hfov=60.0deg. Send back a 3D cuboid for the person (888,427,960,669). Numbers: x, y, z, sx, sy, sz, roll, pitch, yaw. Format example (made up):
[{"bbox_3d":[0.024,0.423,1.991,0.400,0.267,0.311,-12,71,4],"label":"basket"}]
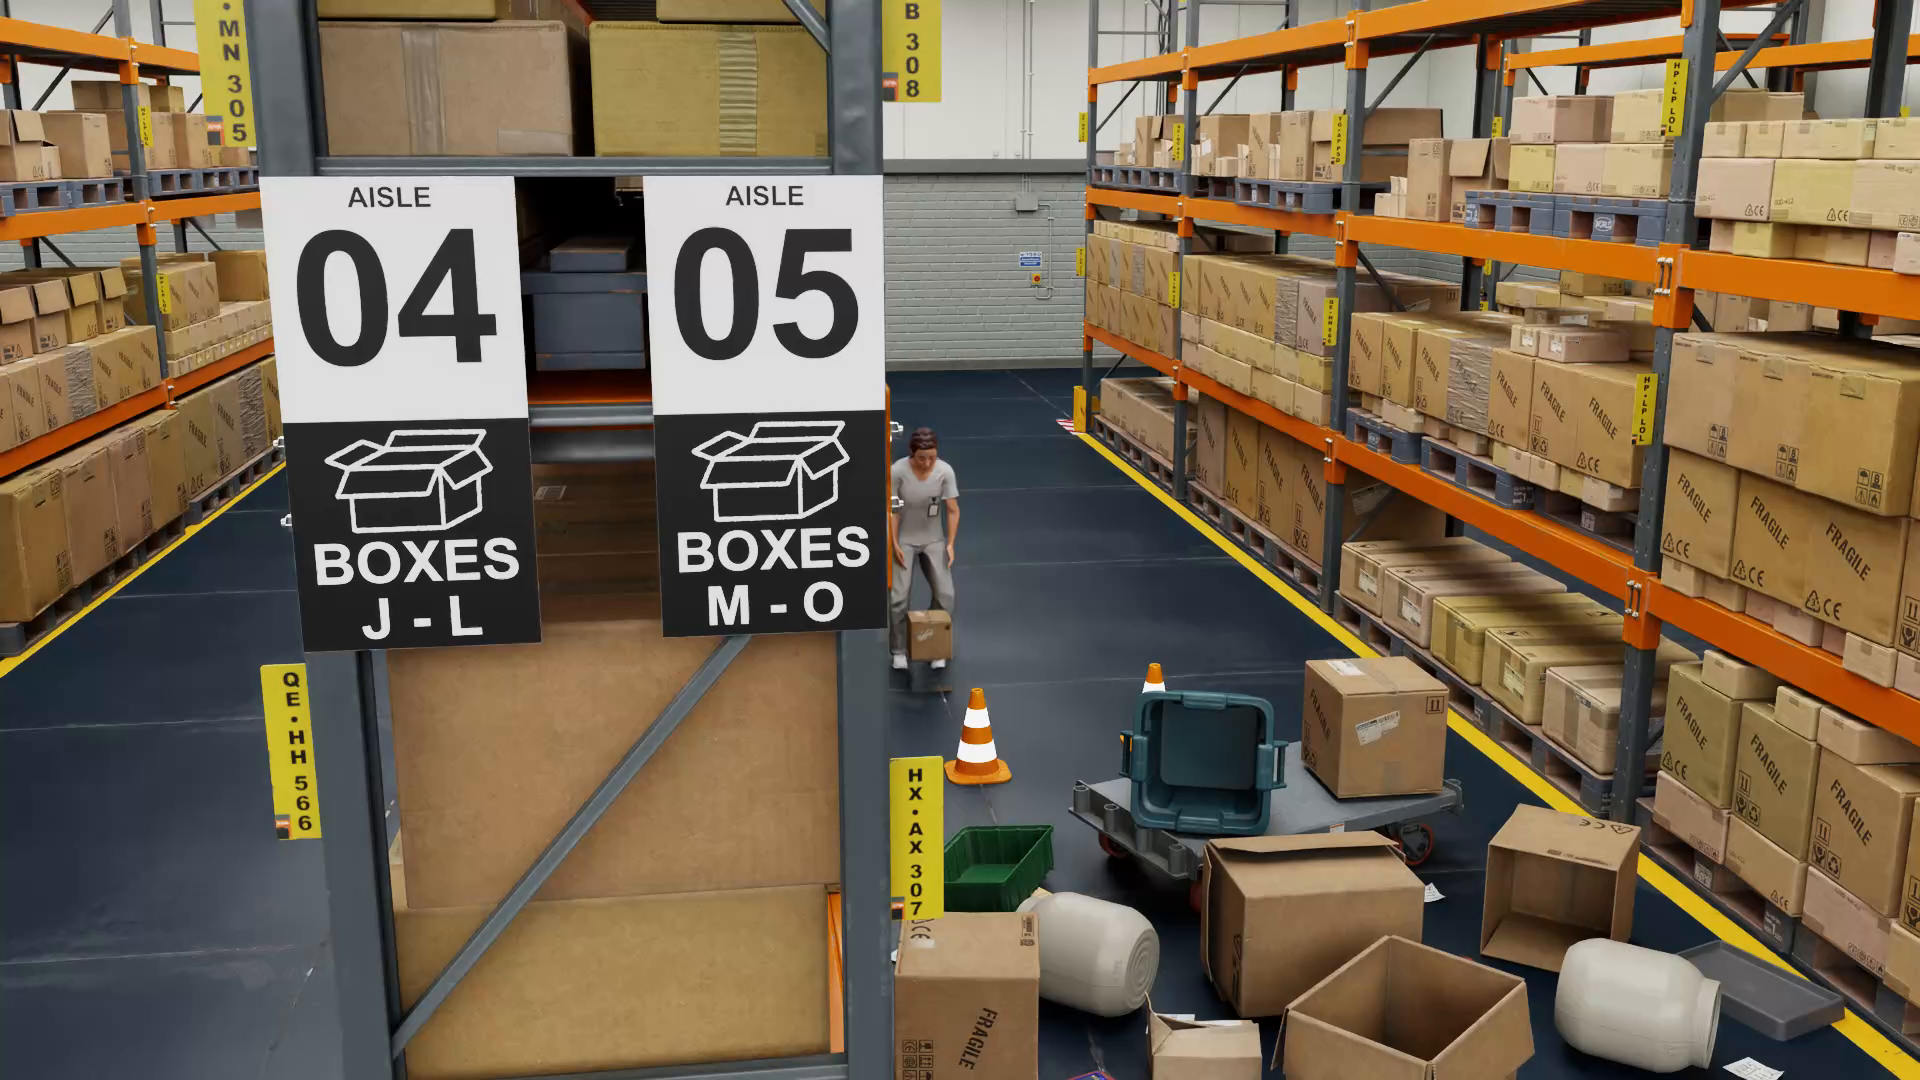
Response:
[{"bbox_3d":[-0.239,0.039,10.565,0.475,1.573,0.467,-2,13,-7],"label":"person"}]
